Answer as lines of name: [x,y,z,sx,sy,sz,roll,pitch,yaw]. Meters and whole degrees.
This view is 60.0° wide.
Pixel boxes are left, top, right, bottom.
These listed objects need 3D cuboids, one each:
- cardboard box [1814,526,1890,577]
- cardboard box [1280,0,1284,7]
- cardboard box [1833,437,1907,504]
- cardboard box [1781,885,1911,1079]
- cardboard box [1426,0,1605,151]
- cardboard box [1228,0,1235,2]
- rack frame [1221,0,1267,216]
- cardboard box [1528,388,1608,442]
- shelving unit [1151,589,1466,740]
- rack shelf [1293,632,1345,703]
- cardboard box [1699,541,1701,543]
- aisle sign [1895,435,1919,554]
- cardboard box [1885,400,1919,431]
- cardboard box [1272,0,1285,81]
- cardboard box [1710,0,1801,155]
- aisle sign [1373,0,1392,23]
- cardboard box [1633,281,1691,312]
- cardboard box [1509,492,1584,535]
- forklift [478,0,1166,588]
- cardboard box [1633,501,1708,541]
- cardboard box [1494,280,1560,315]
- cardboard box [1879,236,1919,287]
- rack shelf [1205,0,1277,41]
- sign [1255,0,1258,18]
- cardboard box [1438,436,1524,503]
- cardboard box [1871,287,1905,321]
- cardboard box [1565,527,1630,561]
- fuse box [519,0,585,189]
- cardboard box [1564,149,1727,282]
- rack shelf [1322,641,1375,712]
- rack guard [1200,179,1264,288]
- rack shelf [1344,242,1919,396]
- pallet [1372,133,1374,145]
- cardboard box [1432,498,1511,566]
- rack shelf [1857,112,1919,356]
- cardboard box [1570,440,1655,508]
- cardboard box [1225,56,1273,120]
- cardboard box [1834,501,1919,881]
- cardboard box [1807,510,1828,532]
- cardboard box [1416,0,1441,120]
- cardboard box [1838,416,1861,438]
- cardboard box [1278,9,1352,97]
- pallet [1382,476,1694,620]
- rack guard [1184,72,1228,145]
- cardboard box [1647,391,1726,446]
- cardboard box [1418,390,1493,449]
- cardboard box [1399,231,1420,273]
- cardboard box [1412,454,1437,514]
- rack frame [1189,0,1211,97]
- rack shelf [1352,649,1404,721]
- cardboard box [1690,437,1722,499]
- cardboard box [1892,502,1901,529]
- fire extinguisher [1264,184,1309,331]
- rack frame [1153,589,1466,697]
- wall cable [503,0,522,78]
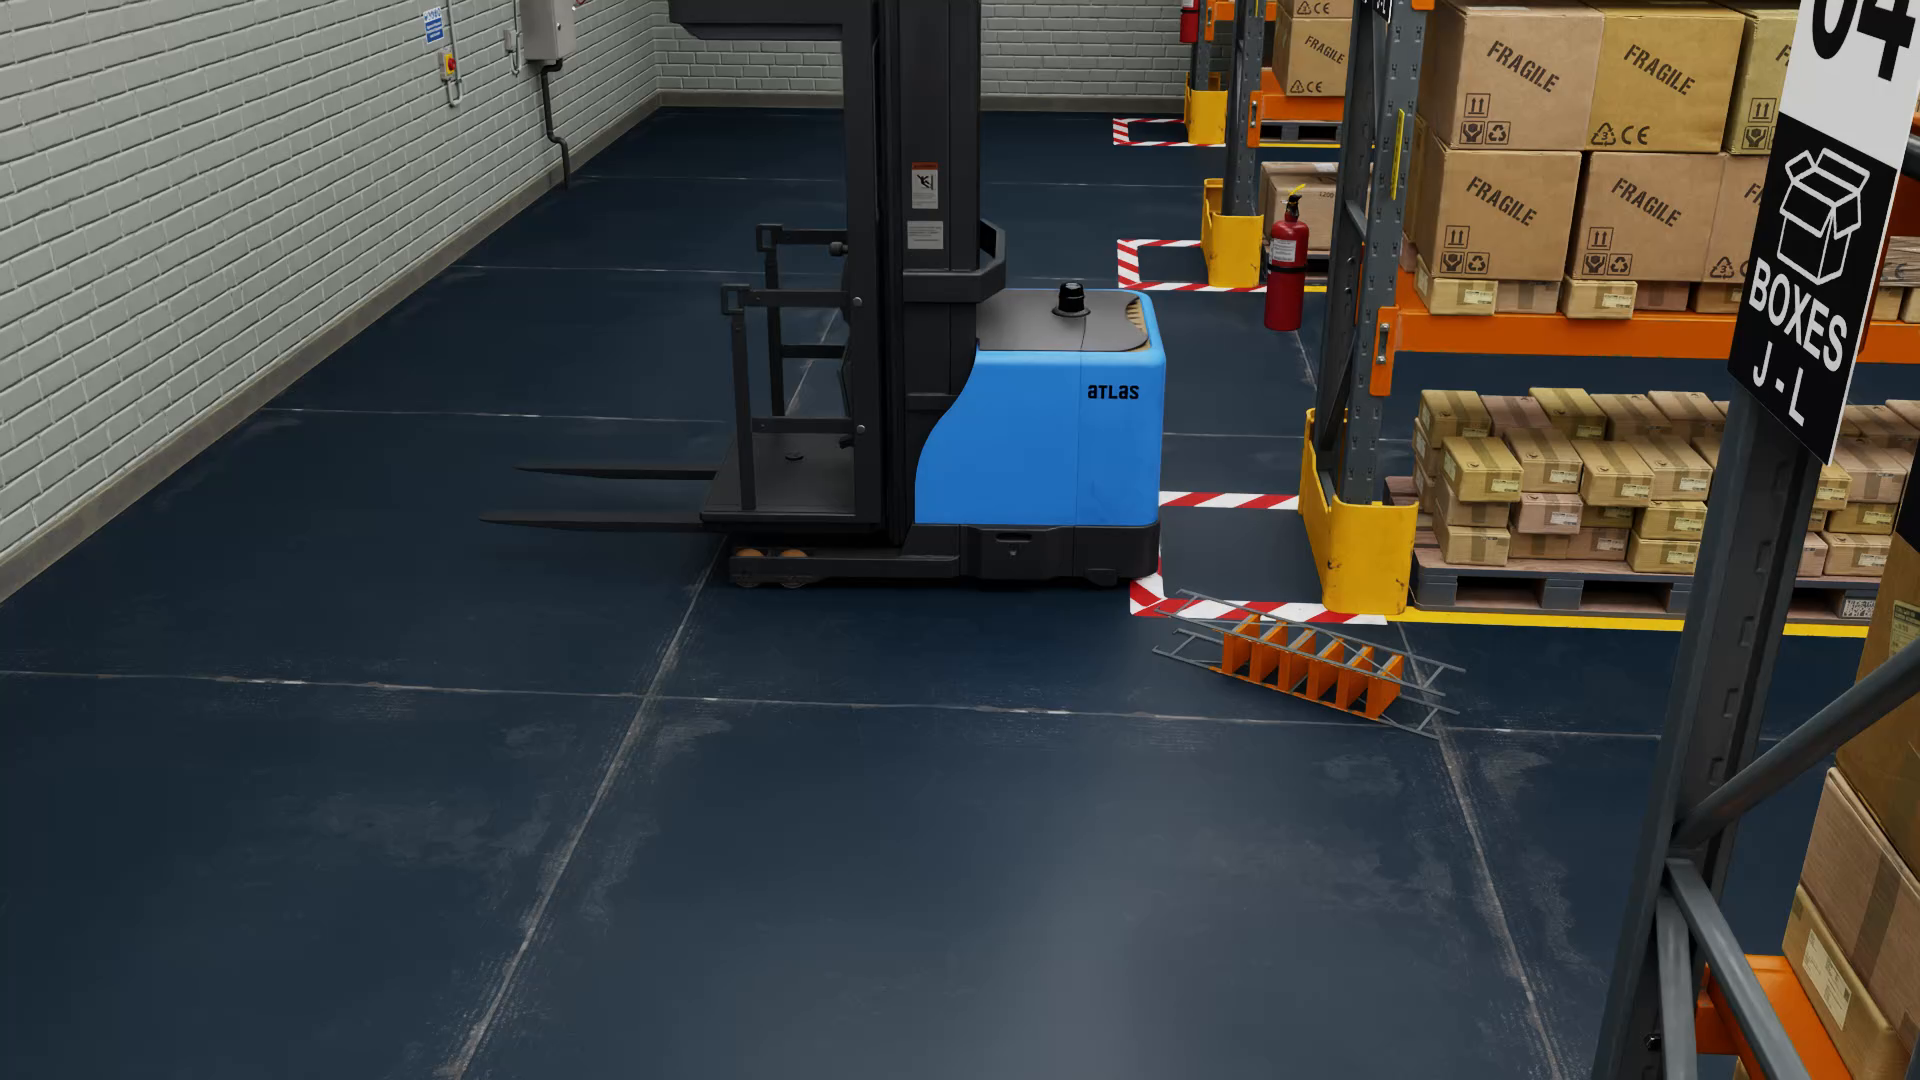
cardboard box: [3.738,0.006,7.057,0.250,0.149,0.380,2,25,4]
cardboard box: [2.473,-3.942,11.413,0.500,0.500,0.500,3,25,6]
cardboard box: [3.764,-0.298,7.005,0.250,0.149,0.380,2,25,4]
cardboard box: [1.596,0.760,2.811,0.250,0.149,0.380,2,25,5]
cardboard box: [2.124,-1.802,6.406,0.500,0.500,0.500,2,25,4]
cardboard box: [2.658,-5.189,15.738,0.250,0.149,0.380,2,25,4]
rack frame: [1.975,-3.359,11.461,0.127,3.000,1.000,2,25,4]
cardboard box: [2.758,-0.560,7.574,0.250,0.149,0.380,1,25,3]
shelving unit: [1.338,0.470,6.496,1.200,0.189,0.258,16,29,31]
rack shelf: [1.400,0.488,6.457,0.103,0.180,0.258,16,29,31]
cardboard box: [3.218,-0.036,7.148,0.250,0.149,0.380,2,25,4]
aisle sign: [1.121,-0.287,1.675,0.004,0.787,0.394,2,25,4]
cardboard box: [4.322,-0.490,7.422,0.250,0.149,0.380,2,25,5]
cardboard box: [2.476,-3.499,11.646,0.500,0.500,0.500,2,25,4]
cardboard box: [3.144,-1.763,6.321,0.500,0.500,0.500,1,25,3]
aisle sign: [1.601,-2.351,6.160,0.004,0.787,0.394,2,25,4]
cardboard box: [2.784,-1.058,6.762,0.250,0.149,0.380,3,25,6]
cardboard box: [2.468,-0.167,7.077,0.250,0.149,0.380,2,25,4]
forklift: [-0.630,-1.340,7.156,3.031,2.935,1.130,1,25,2]
cardboard box: [2.966,-0.143,7.024,0.250,0.149,0.380,3,25,6]
cardboard box: [2.251,-1.040,6.723,0.250,0.149,0.380,3,25,6]
cardboard box: [3.655,-1.302,6.516,0.500,0.500,0.500,1,25,3]
rack shelf: [4.345,-5.037,15.968,4.000,0.370,1.077,2,25,4]
sign: [1.926,-3.557,10.761,0.005,0.325,0.100,2,25,4]
cardboard box: [2.193,-0.300,7.010,0.250,0.149,0.380,1,25,2]
cardboard box: [3.554,-1.003,6.641,0.250,0.149,0.380,3,25,6]
cardboard box: [2.710,-0.059,7.197,0.250,0.149,0.380,2,25,5]
fuse box: [-3.343,-3.815,13.994,0.414,1.711,0.539,2,25,4]
cardboard box: [2.658,-1.337,6.592,0.500,0.500,0.500,2,25,4]
rack shelf: [1.498,0.517,6.395,0.103,0.180,0.258,16,29,31]
rack guard: [1.951,-2.224,11.985,0.348,0.500,1.175,2,25,4]
rack shelf: [3.690,-0.902,6.982,4.000,0.370,1.077,2,25,4]
pallet: [4.435,-4.093,16.393,1.213,0.211,1.003,2,25,4]
cardboard box: [2.194,-0.038,7.152,0.250,0.149,0.380,2,25,5]
rack shelf: [3.210,-0.200,1.869,4.000,0.370,1.077,2,25,4]
cardboard box: [2.718,-0.280,6.966,0.250,0.149,0.380,2,25,4]
cardboard box: [2.953,-4.425,16.263,0.637,0.503,0.797,1,25,2]
cardboard box: [1.722,0.270,2.501,0.500,0.500,0.500,2,25,5]
cardboard box: [3.512,-0.182,7.110,0.250,0.149,0.380,3,25,7]
cardboard box: [2.172,-2.016,6.872,0.500,0.500,0.500,1,25,3]
cardboard box: [3.801,-0.488,7.419,0.250,0.149,0.380,2,25,4]
cardboard box: [2.431,-3.269,11.147,0.500,0.500,0.500,2,25,4]
pallet: [2.579,0.018,7.459,1.213,0.211,1.003,2,25,4]
rack guard: [2.427,-4.290,16.474,0.348,0.500,1.175,2,25,4]
cardboard box: [3.283,-0.540,7.531,0.250,0.149,0.380,3,25,6]
cardboard box: [2.244,-0.547,7.547,0.250,0.149,0.380,2,25,5]
cardboard box: [2.043,-1.286,7.256,0.250,0.149,0.380,2,25,4]
cardboard box: [2.237,-0.258,7.631,0.250,0.149,0.380,2,25,5]
rack frame: [2.351,-5.428,15.957,0.127,3.000,1.000,2,25,4]
rack shelf: [1.597,0.545,6.333,0.103,0.180,0.258,16,29,31]
cardboard box: [3.248,-0.294,6.996,0.250,0.149,0.380,3,25,6]
cardboard box: [4.043,-0.143,7.025,0.250,0.149,0.380,1,25,1]
fire extinguisher: [1.481,-1.288,7.500,0.183,0.674,0.296,2,25,4]
rack frame: [1.338,0.387,6.458,1.200,0.006,0.240,16,29,31]
wall cable: [-3.552,-4.582,12.905,0.122,1.984,0.588,2,25,4]
